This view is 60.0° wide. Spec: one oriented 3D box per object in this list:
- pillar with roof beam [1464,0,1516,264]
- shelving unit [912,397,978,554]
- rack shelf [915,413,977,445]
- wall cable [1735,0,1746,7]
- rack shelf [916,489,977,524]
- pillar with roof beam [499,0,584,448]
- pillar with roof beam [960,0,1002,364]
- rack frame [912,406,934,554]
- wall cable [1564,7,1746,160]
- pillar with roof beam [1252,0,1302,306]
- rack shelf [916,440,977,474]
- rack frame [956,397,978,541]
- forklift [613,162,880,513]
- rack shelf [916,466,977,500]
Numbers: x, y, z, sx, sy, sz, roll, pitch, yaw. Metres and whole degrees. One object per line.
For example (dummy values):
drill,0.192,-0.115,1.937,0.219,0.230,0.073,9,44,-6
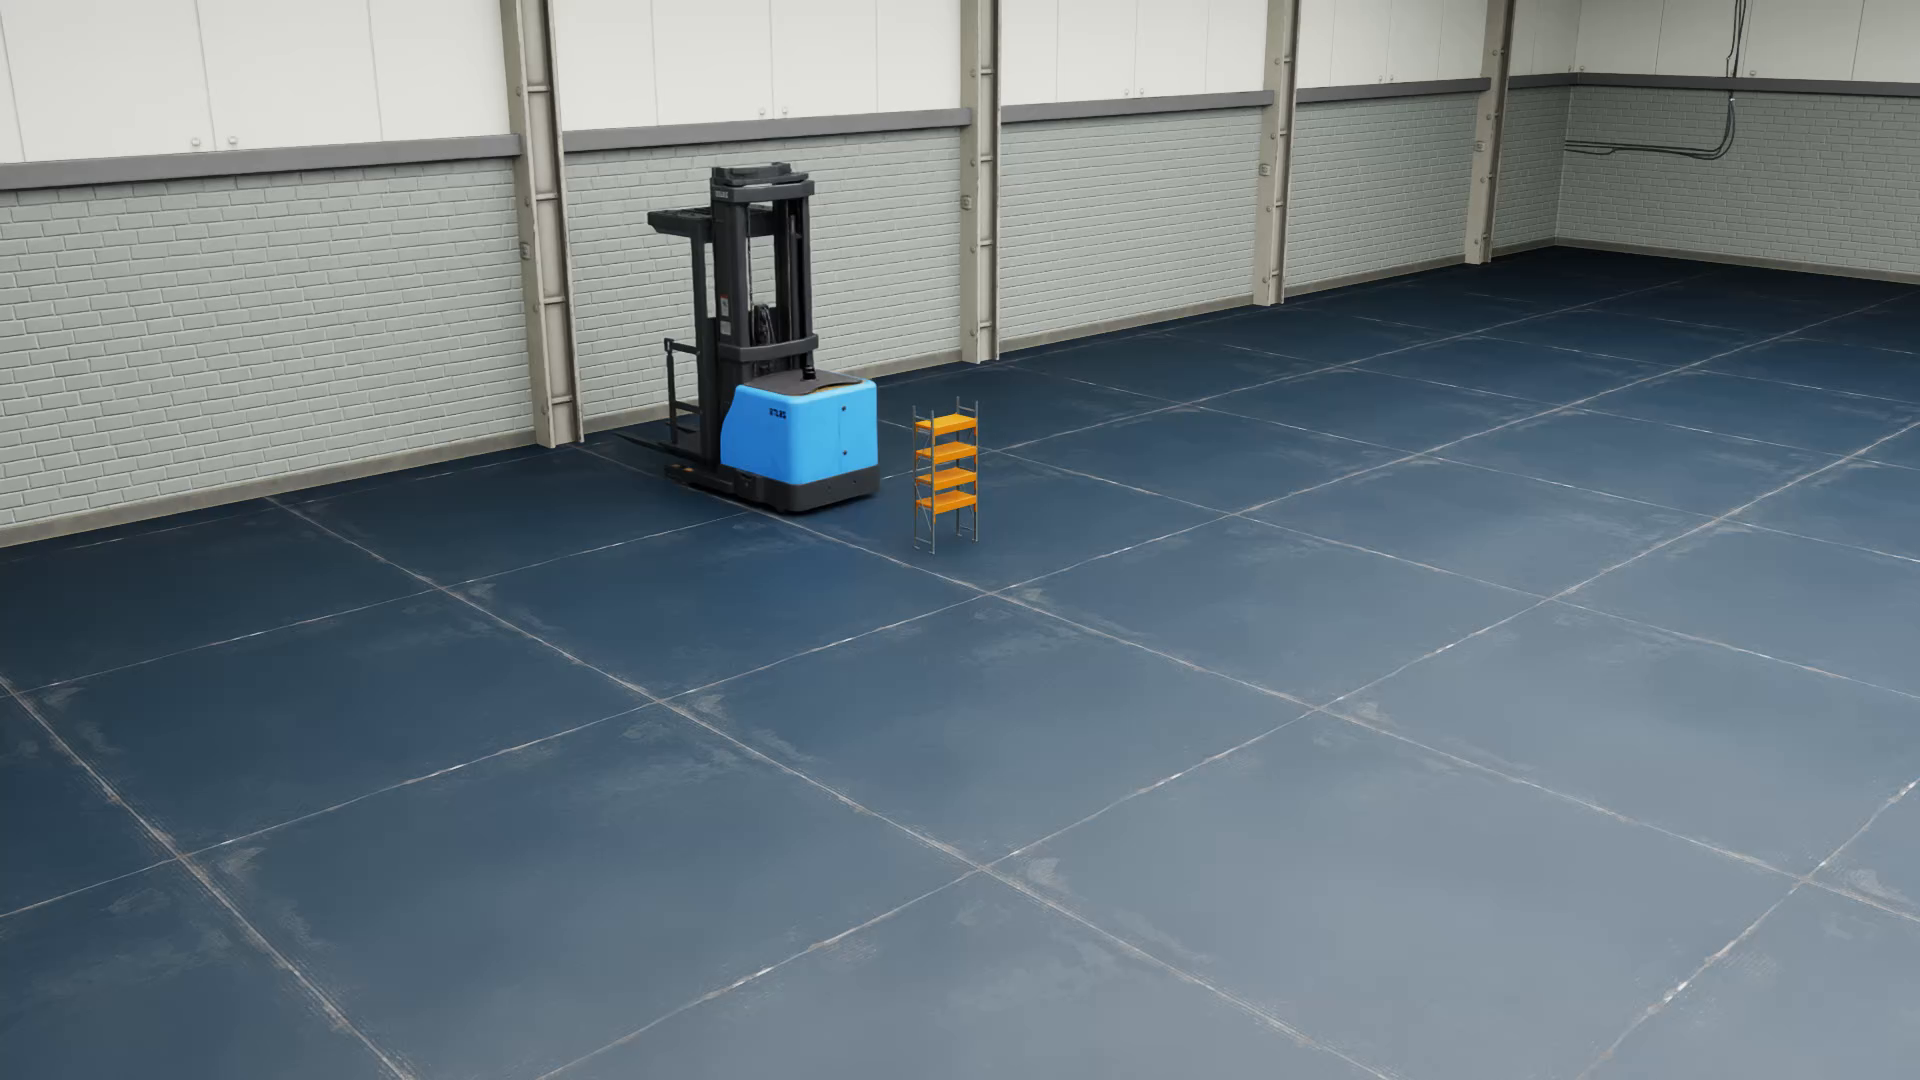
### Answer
pillar with roof beam,11.927,-8.135,24.486,0.400,9.000,9.100,-16,24,-41
shelving unit,-0.120,-0.536,13.691,0.503,1.200,0.258,-16,24,-41
rack shelf,-0.120,-0.909,13.570,0.480,0.148,0.258,-16,24,-41
wall cable,13.877,-9.747,26.303,0.112,2.526,3.097,-16,24,-41
rack shelf,-0.120,-0.283,13.773,0.480,0.148,0.258,-16,24,-41
pillar with roof beam,-1.152,-4.321,12.722,0.400,9.000,9.100,-16,24,-41
pillar with roof beam,3.208,-5.592,16.643,0.400,9.000,9.100,-16,24,-41
rack frame,-0.298,-0.484,13.532,0.015,1.200,0.240,-16,24,-41
wall cable,12.018,-7.951,28.951,0.112,2.526,3.097,-16,24,-41
pillar with roof beam,7.567,-6.864,20.564,0.400,9.000,9.100,-16,24,-41
rack shelf,-0.120,-0.684,13.643,0.480,0.148,0.258,-16,24,-41
rack frame,0.057,-0.587,13.851,0.015,1.200,0.240,-16,24,-41
forklift,-2.141,-2.004,15.412,3.031,2.935,1.130,17,24,42
rack shelf,-0.120,-0.472,13.712,0.480,0.148,0.258,-16,24,-41
